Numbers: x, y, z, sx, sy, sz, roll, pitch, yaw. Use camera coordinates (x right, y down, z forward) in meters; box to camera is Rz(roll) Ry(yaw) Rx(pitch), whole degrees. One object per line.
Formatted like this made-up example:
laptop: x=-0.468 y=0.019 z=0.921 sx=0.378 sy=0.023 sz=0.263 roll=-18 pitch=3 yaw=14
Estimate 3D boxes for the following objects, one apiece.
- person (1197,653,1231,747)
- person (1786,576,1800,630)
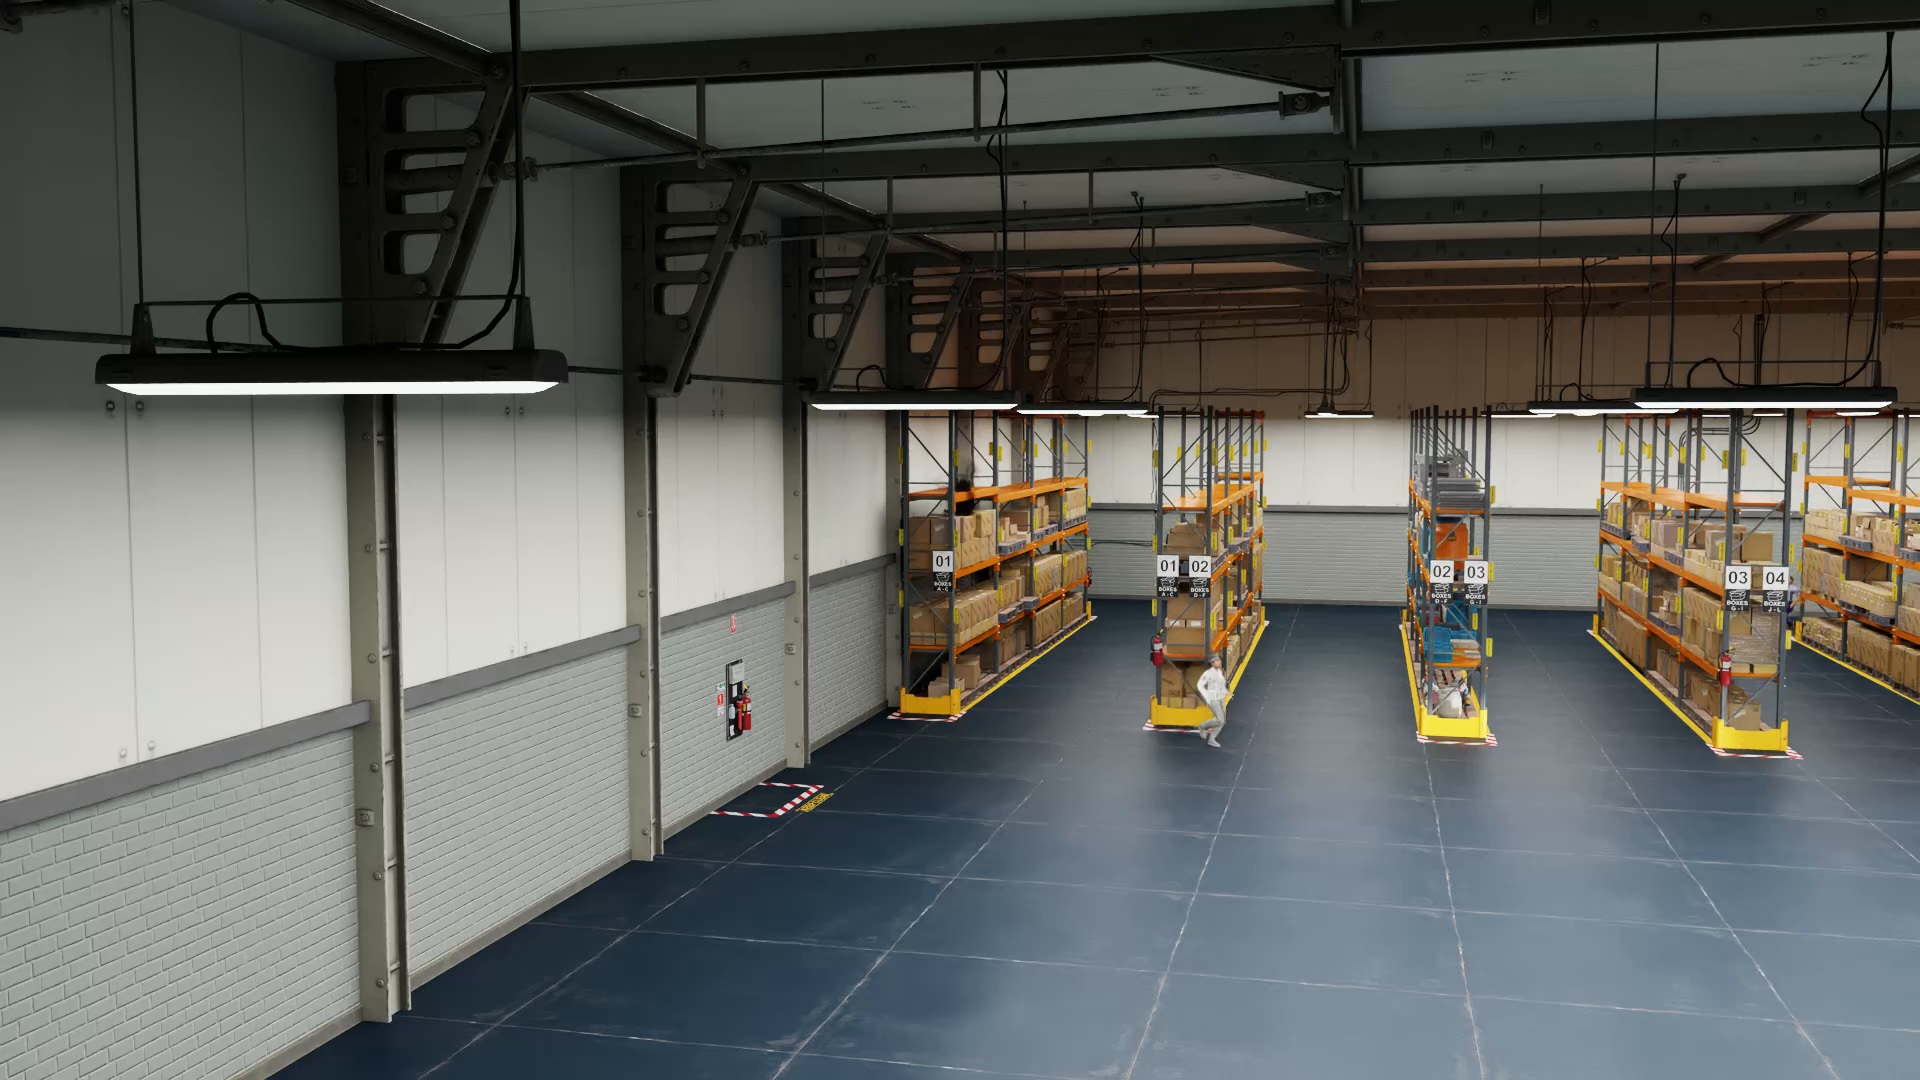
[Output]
person: x=4.489 y=2.809 z=29.246 sx=0.550 sy=1.657 sz=0.623 roll=4 pitch=6 yaw=43
person: x=22.035 y=1.751 z=44.300 sx=0.817 sy=1.598 sz=0.670 roll=-1 pitch=4 yaw=-12
